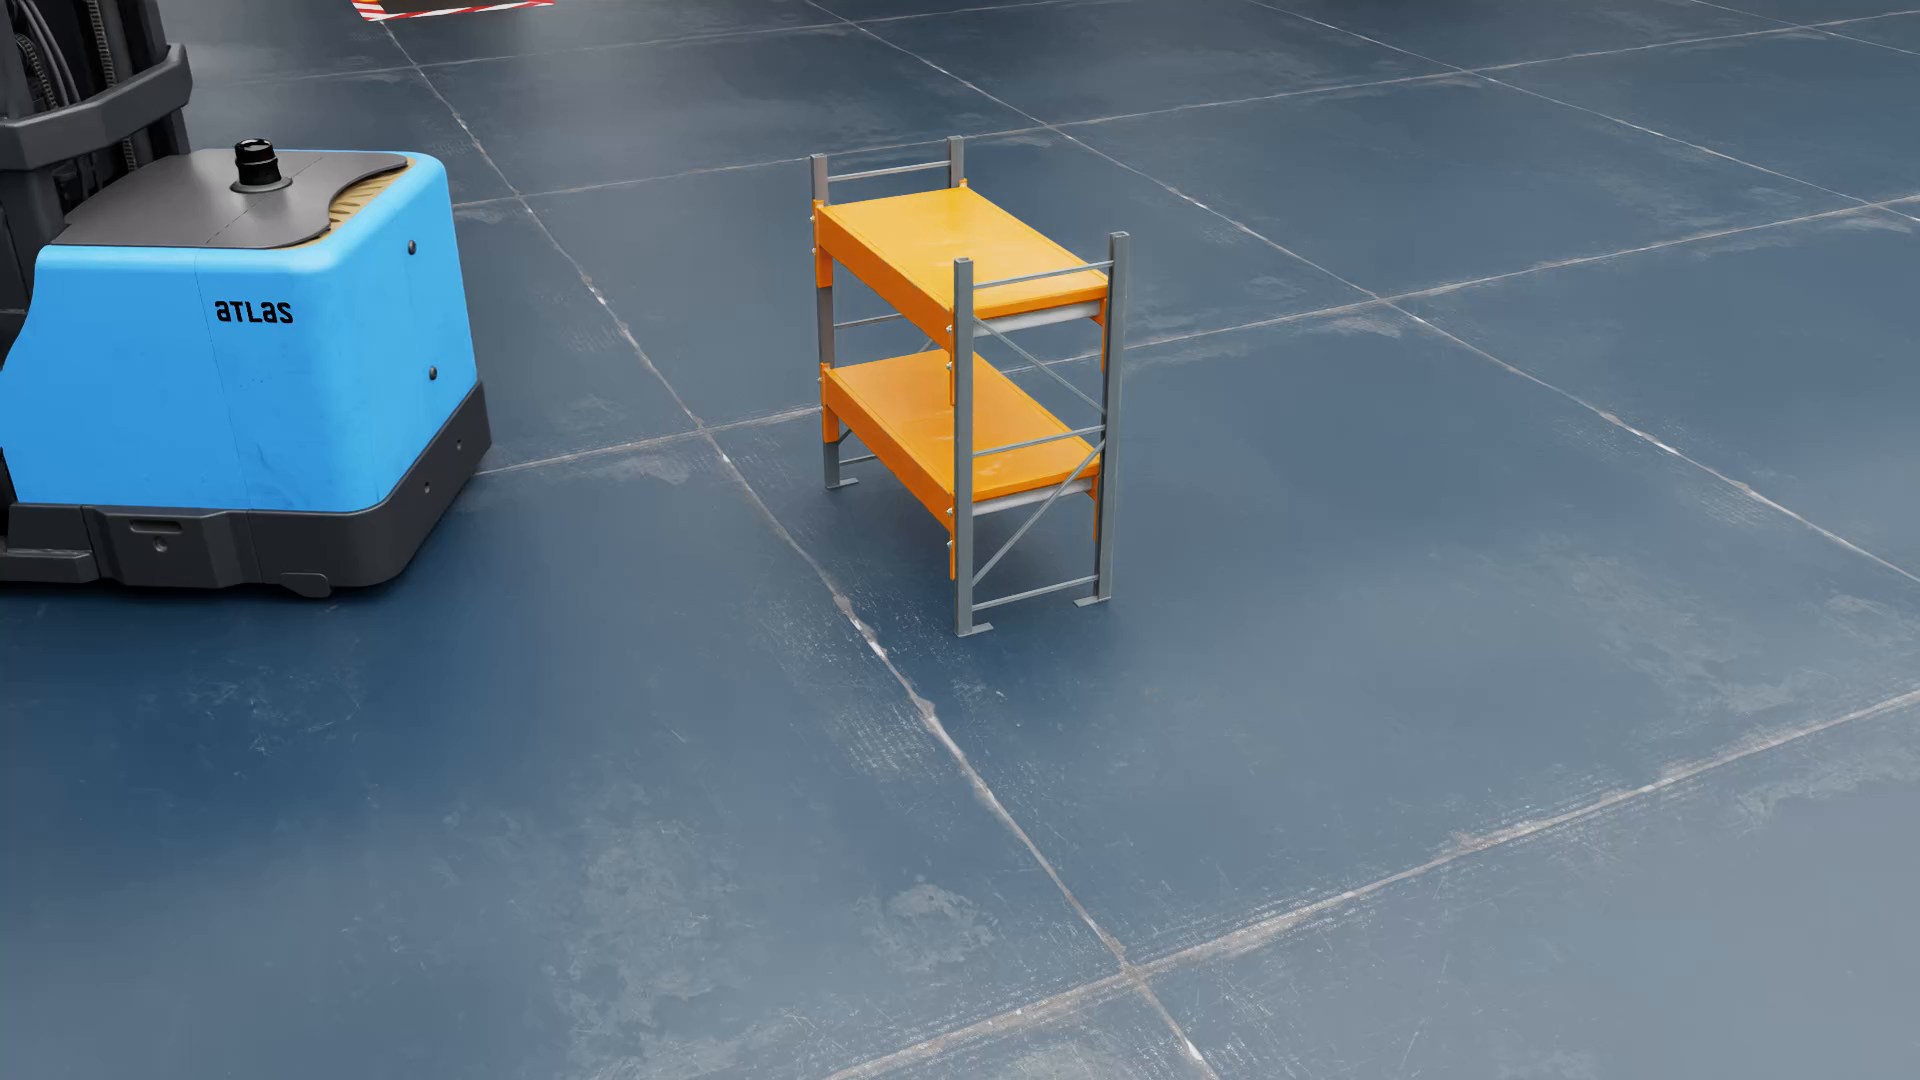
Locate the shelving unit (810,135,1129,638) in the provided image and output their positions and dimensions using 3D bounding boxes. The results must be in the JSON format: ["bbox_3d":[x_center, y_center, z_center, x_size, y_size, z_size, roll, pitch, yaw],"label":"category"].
[{"bbox_3d":[-0.003,-0.494,4.980,0.538,1.125,1.048,-13,32,-22],"label":"shelving unit"}]

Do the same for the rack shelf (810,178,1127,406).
[{"bbox_3d":[-0.003,-0.749,4.837,0.538,0.278,1.000,-13,32,-22],"label":"rack shelf"}]

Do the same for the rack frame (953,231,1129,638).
[{"bbox_3d":[0.215,-0.269,4.580,0.500,1.125,0.032,-13,32,-22],"label":"rack frame"}]

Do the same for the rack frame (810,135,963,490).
[{"bbox_3d":[-0.221,-0.718,5.381,0.500,1.125,0.032,-13,32,-22],"label":"rack frame"}]

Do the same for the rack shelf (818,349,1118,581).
[{"bbox_3d":[-0.003,-0.280,5.100,0.538,0.278,1.000,-13,32,-22],"label":"rack shelf"}]

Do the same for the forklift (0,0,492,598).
[{"bbox_3d":[-3.140,-1.379,4.713,3.031,2.935,1.130,2,29,3],"label":"forklift"}]

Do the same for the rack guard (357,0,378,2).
[{"bbox_3d":[-4.027,-4.425,12.630,1.175,0.500,0.348,-13,32,-22],"label":"rack guard"}]
